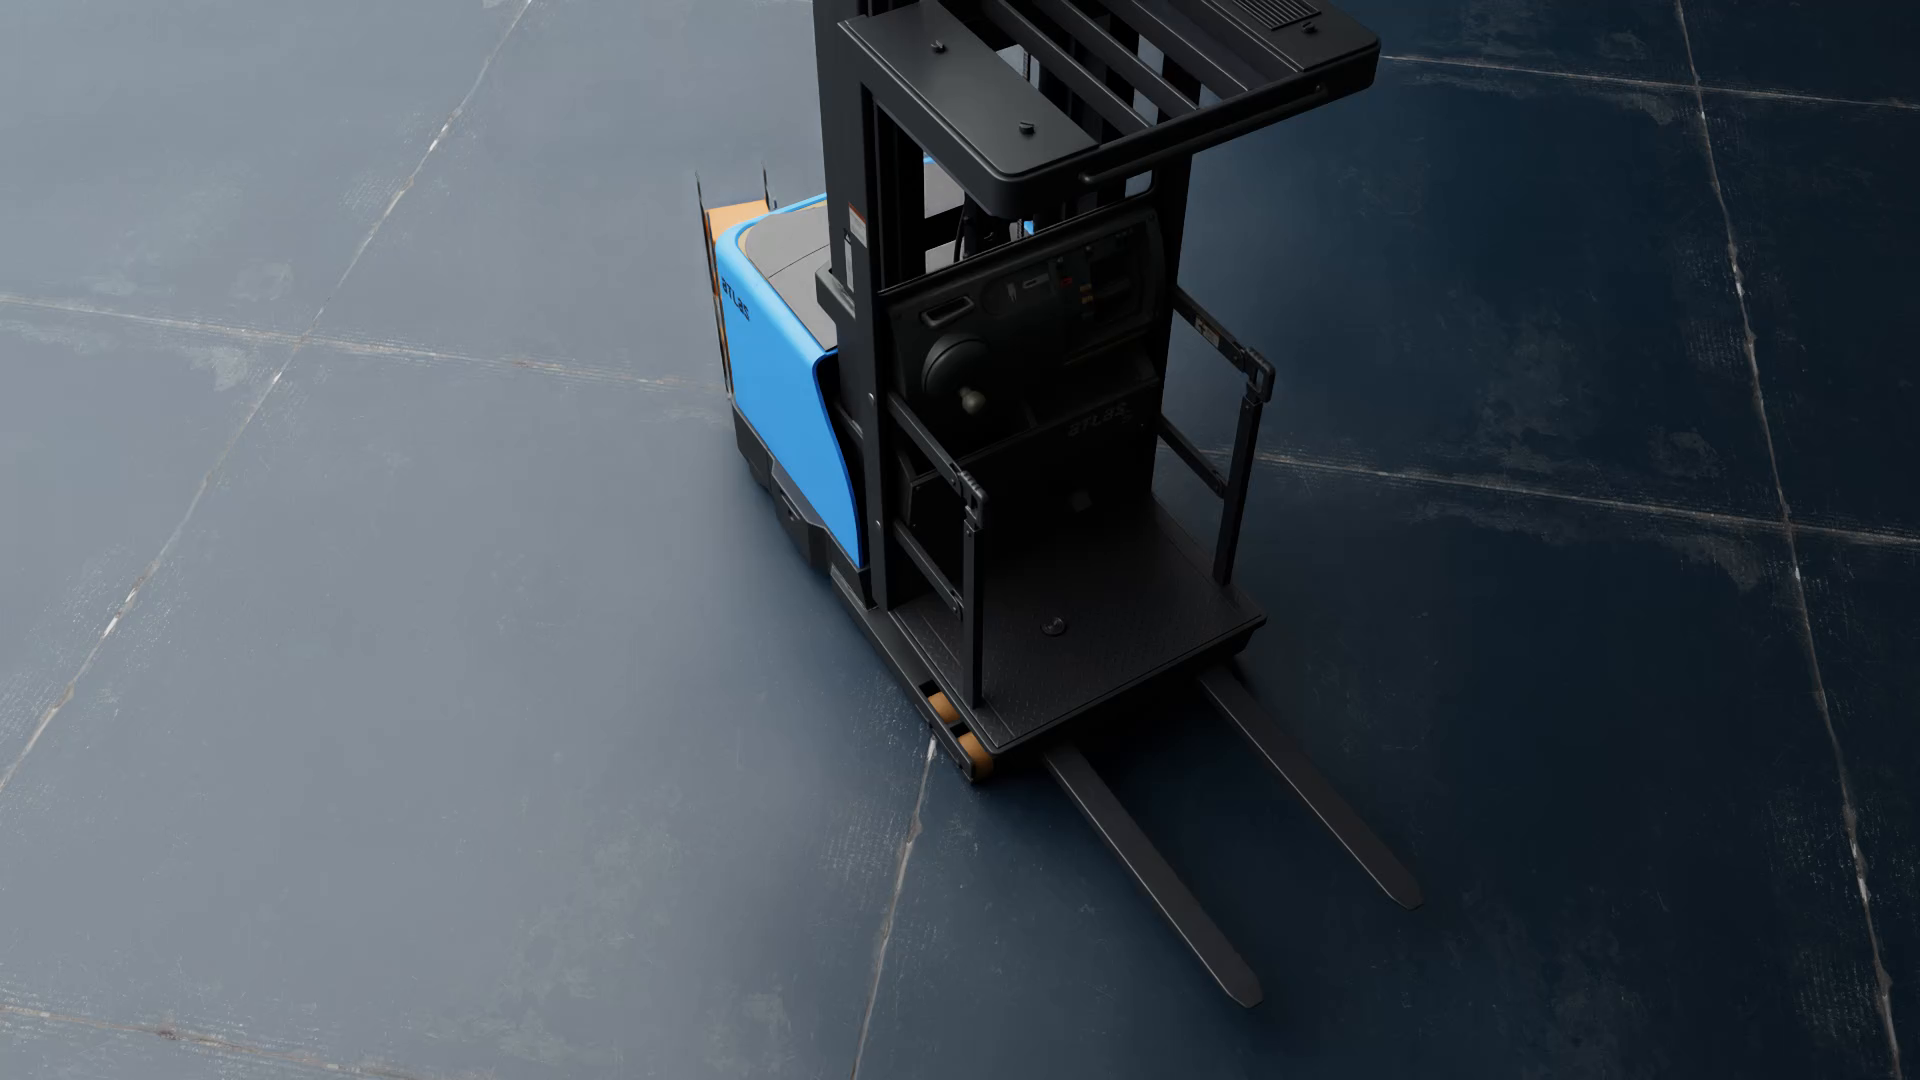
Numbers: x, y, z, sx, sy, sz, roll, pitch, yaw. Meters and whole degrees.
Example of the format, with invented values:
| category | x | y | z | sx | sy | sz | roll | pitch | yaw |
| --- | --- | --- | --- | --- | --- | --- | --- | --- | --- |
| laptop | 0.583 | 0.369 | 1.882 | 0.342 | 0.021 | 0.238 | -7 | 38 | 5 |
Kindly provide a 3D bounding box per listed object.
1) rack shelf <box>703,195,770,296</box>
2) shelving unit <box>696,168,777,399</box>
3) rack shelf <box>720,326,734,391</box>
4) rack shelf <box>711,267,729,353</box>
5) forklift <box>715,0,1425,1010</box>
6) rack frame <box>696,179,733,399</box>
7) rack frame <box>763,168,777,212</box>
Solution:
| category | x | y | z | sx | sy | sz | roll | pitch | yaw |
| --- | --- | --- | --- | --- | --- | --- | --- | --- | --- |
| rack shelf | -0.804 | -1.090 | 6.156 | 0.240 | 0.259 | 0.215 | -13 | 50 | -11 |
| shelving unit | -0.804 | -0.909 | 6.360 | 0.252 | 1.050 | 0.215 | -13 | 50 | -11 |
| rack shelf | -0.805 | -0.717 | 6.576 | 0.240 | 0.259 | 0.215 | -13 | 50 | -11 |
| rack shelf | -0.804 | -0.902 | 6.368 | 0.240 | 0.259 | 0.215 | -13 | 50 | -11 |
| forklift | 0.324 | -0.581 | 4.802 | 1.130 | 2.935 | 3.031 | -24 | 52 | -20 |
| rack frame | -0.921 | -0.883 | 6.336 | 0.008 | 1.050 | 0.200 | -13 | 50 | -11 |
| rack frame | -0.687 | -0.935 | 6.383 | 0.008 | 1.050 | 0.200 | -13 | 50 | -11 |
